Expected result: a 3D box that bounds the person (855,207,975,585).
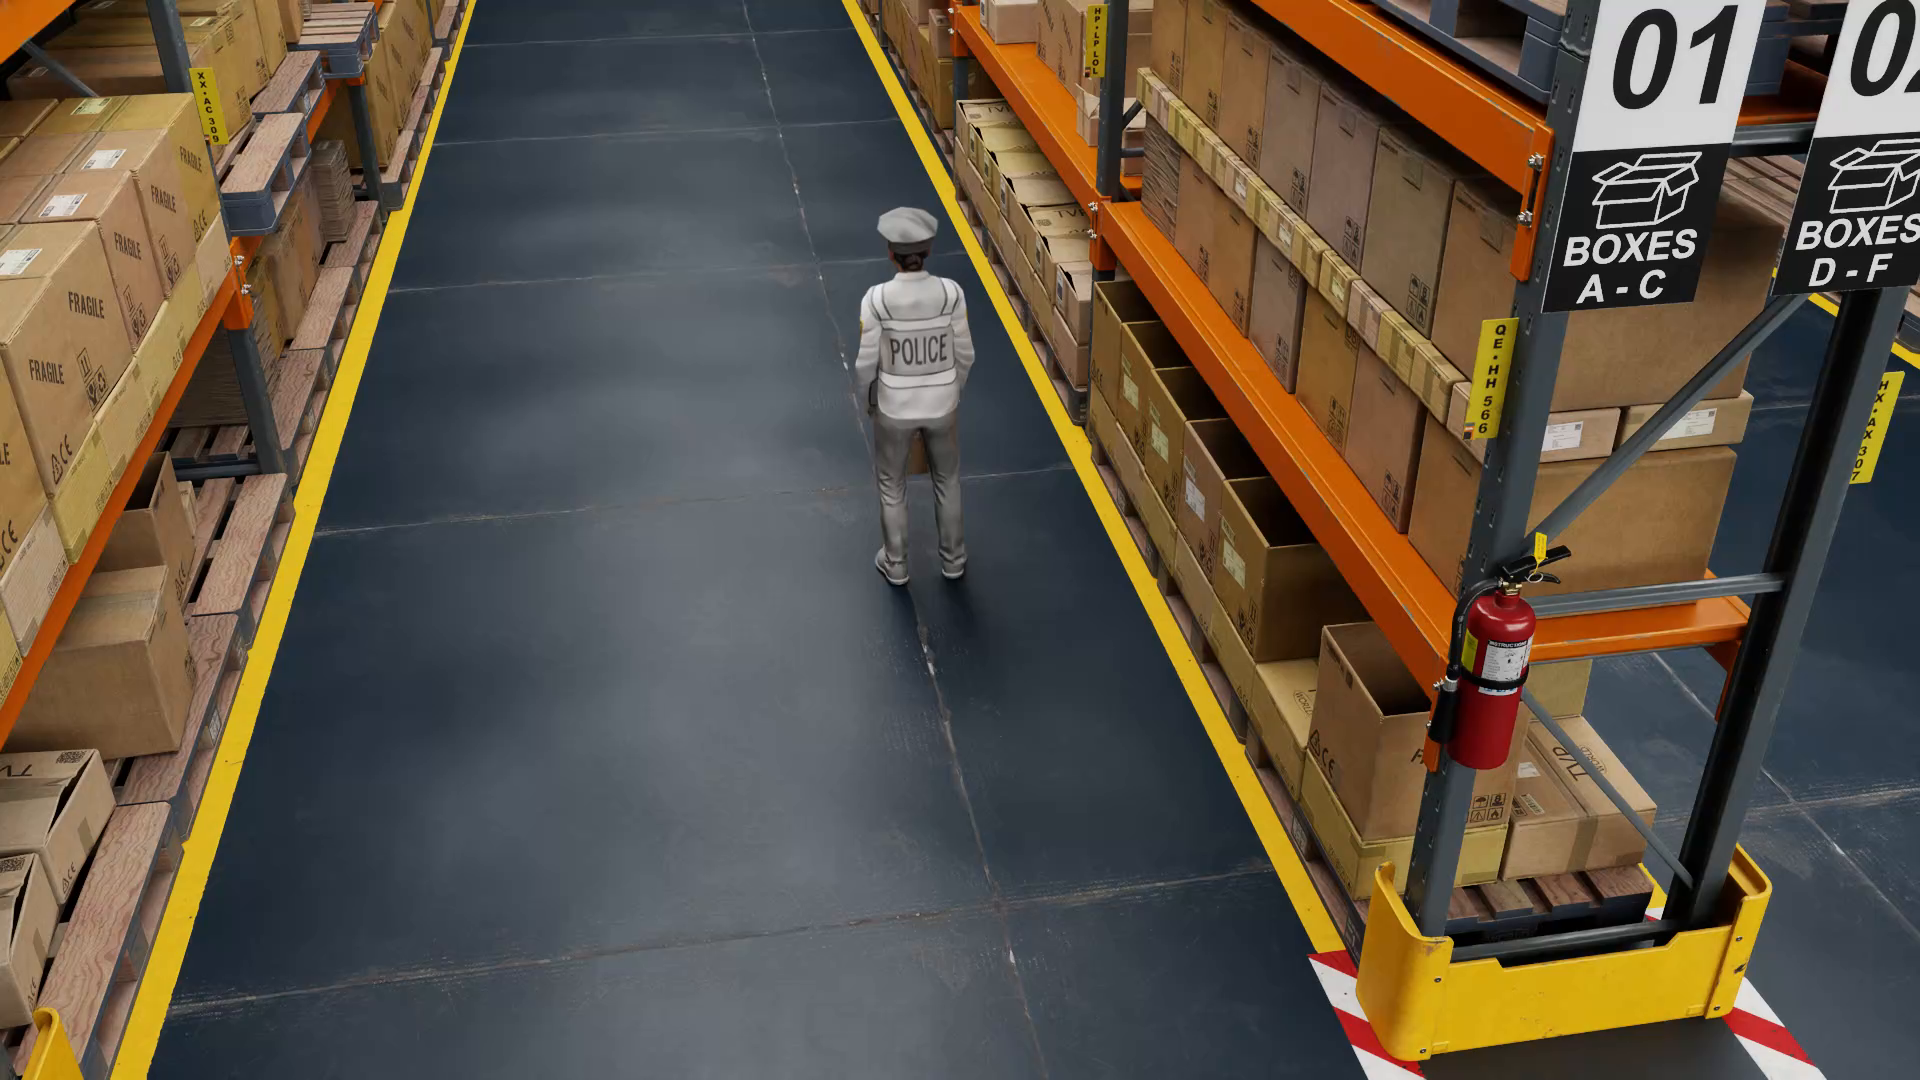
[{"bbox_3d":[-0.193,-0.571,7.073,0.507,1.675,0.359,-6,31,-10],"label":"person"}]
